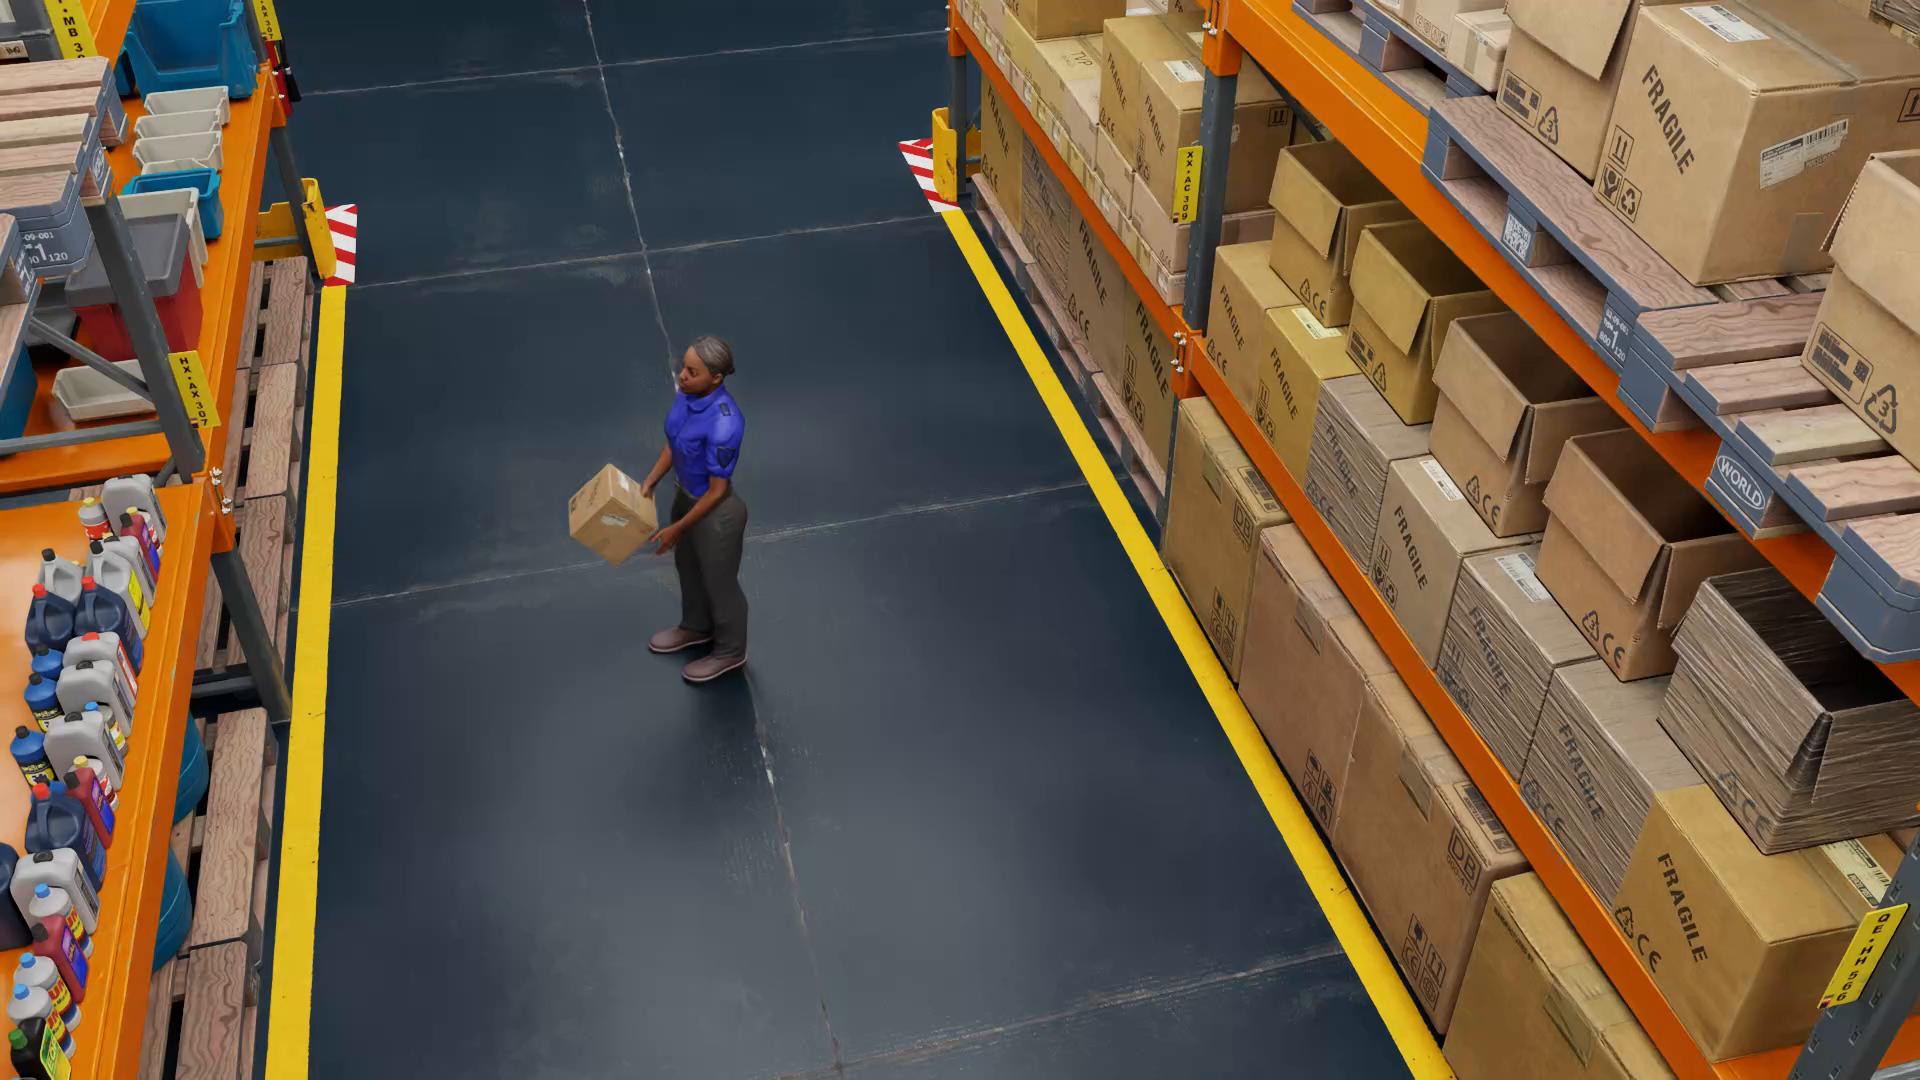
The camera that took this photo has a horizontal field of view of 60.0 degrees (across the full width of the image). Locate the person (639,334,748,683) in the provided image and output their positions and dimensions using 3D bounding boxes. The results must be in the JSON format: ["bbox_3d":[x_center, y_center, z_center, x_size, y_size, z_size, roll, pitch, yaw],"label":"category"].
[{"bbox_3d":[-1.096,-0.111,6.853,0.463,1.659,0.517,-19,42,-22],"label":"person"}]
